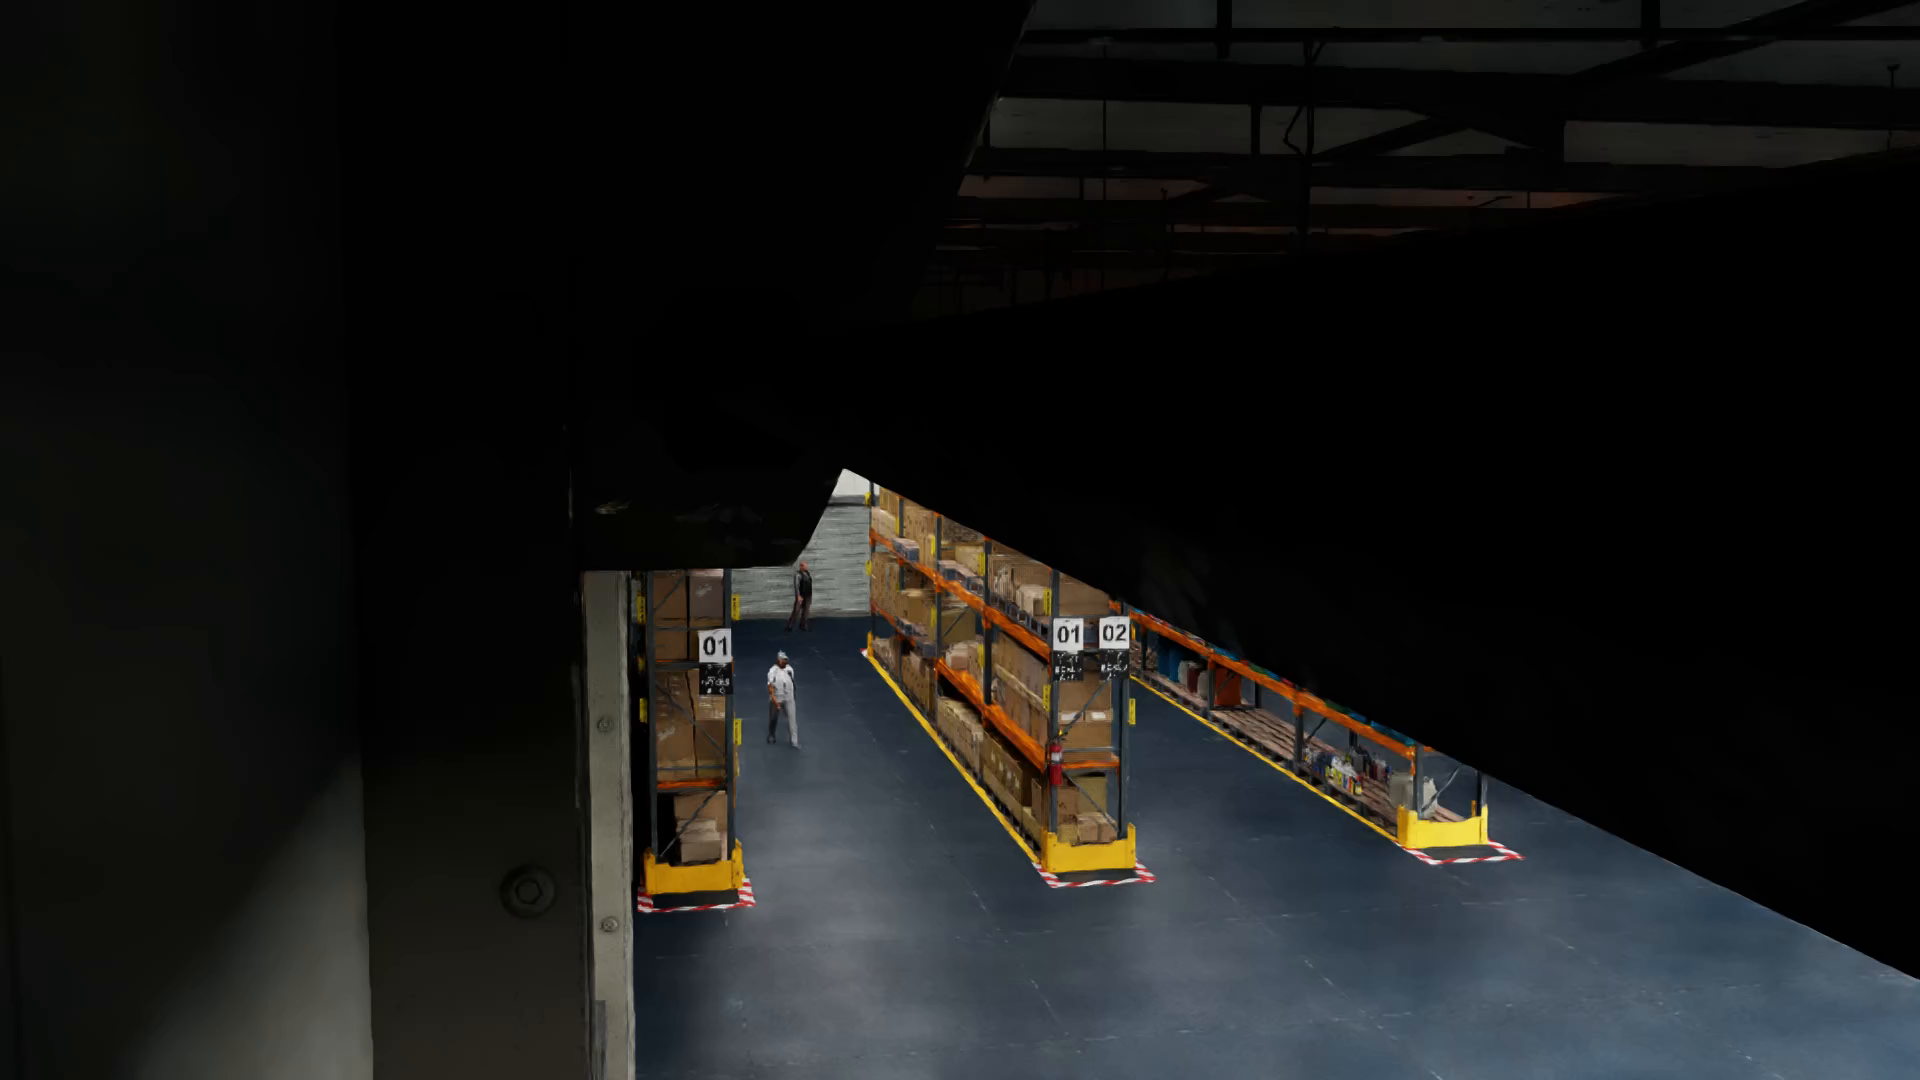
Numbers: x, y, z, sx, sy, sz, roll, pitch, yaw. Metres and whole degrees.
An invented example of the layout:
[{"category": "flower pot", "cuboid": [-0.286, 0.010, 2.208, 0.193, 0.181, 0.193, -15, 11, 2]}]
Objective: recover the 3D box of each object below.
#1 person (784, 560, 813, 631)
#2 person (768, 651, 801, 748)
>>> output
[{"category": "person", "cuboid": [-3.863, 1.342, 39.686, 0.502, 1.715, 0.726, 4, 7, 34]}, {"category": "person", "cuboid": [-2.970, 2.636, 27.678, 0.490, 1.598, 0.999, -2, 6, -20]}]
